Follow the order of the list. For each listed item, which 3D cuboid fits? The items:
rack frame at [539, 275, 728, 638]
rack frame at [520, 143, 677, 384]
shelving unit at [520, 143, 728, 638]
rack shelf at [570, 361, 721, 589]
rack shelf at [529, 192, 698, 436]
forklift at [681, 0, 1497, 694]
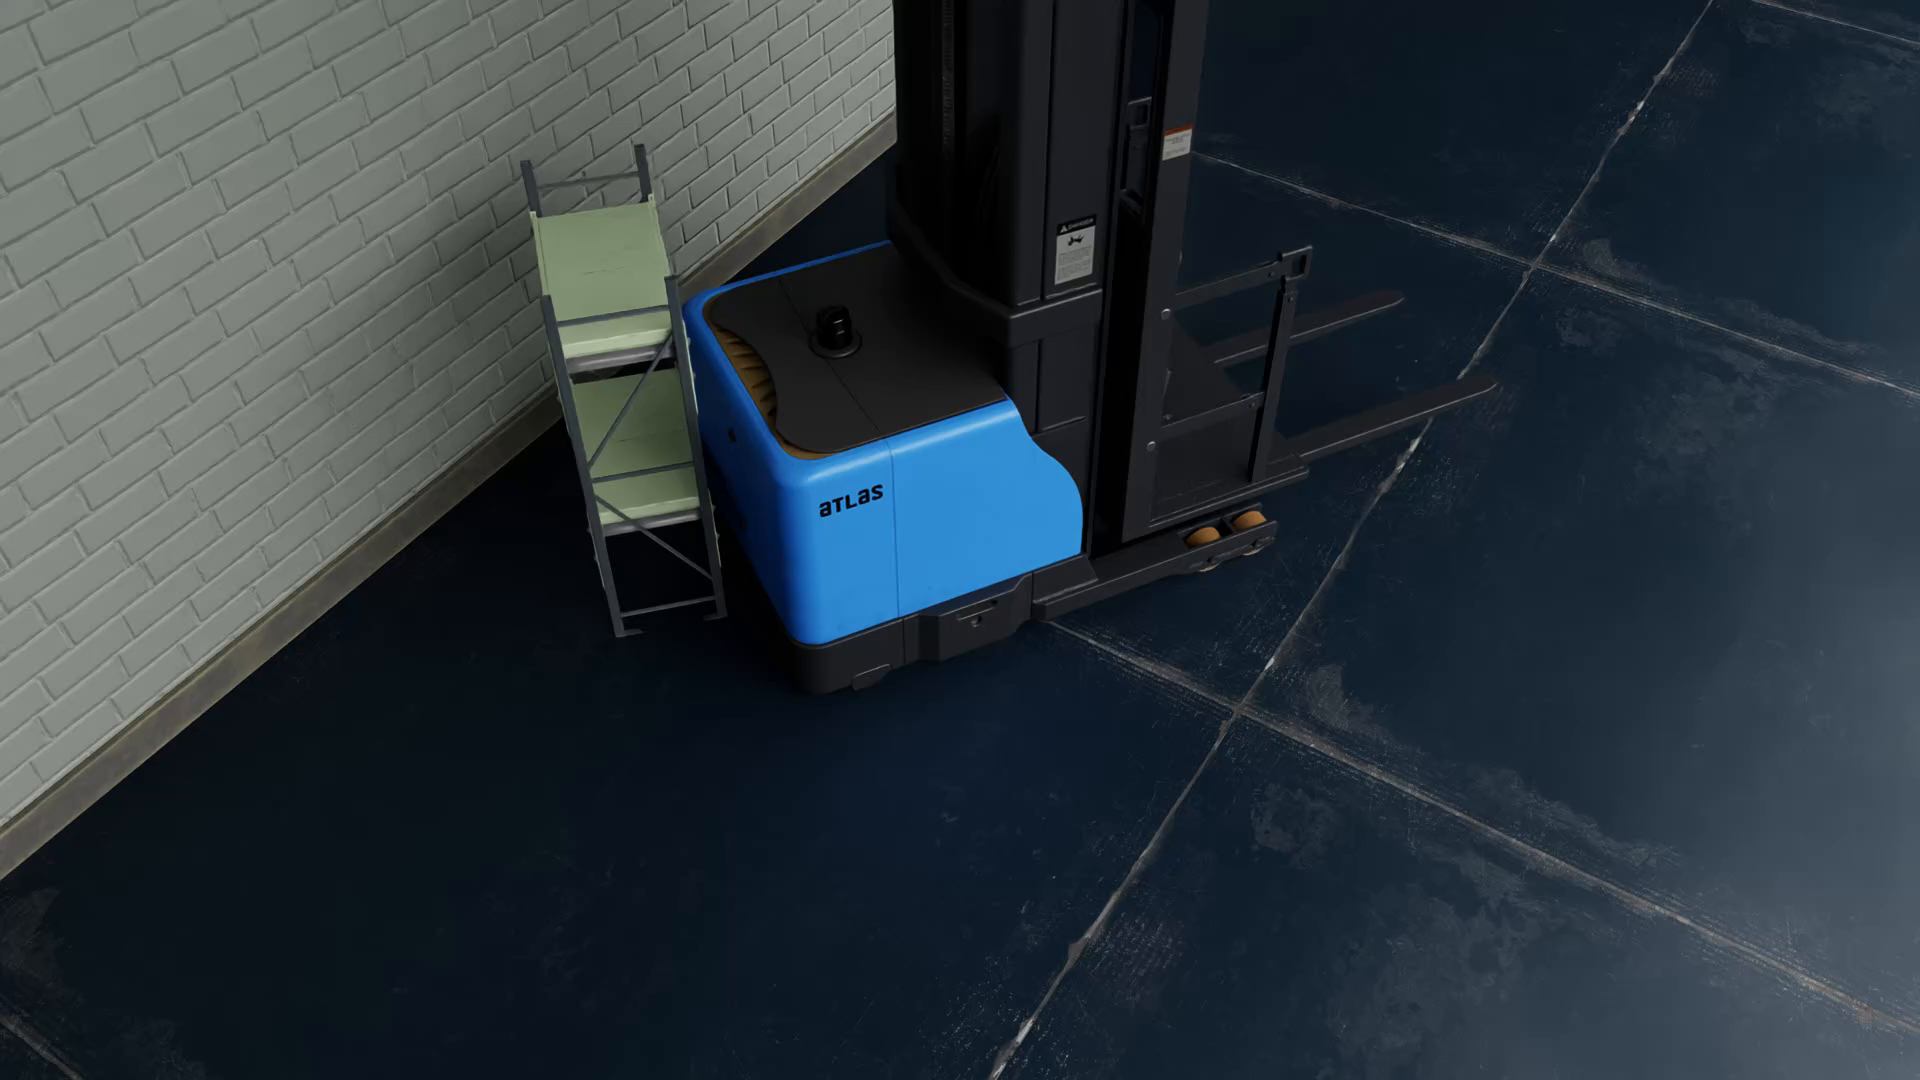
[{"bbox_3d":[-1.032,-0.217,5.415,0.400,1.500,0.023,-11,47,-10],"label":"rack frame"},{"bbox_3d":[-1.219,-0.725,5.908,0.400,1.500,0.023,-11,47,-10],"label":"rack frame"},{"bbox_3d":[-1.125,-0.471,5.662,0.431,1.500,0.755,-11,47,-10],"label":"shelving unit"},{"bbox_3d":[-1.125,-0.244,5.896,0.431,0.370,0.720,-11,47,-10],"label":"rack shelf"},{"bbox_3d":[-1.125,-0.743,5.382,0.431,0.370,0.720,-11,47,-10],"label":"rack shelf"},{"bbox_3d":[0.607,-1.229,5.401,3.031,2.935,1.130,-19,49,-18],"label":"forklift"}]
